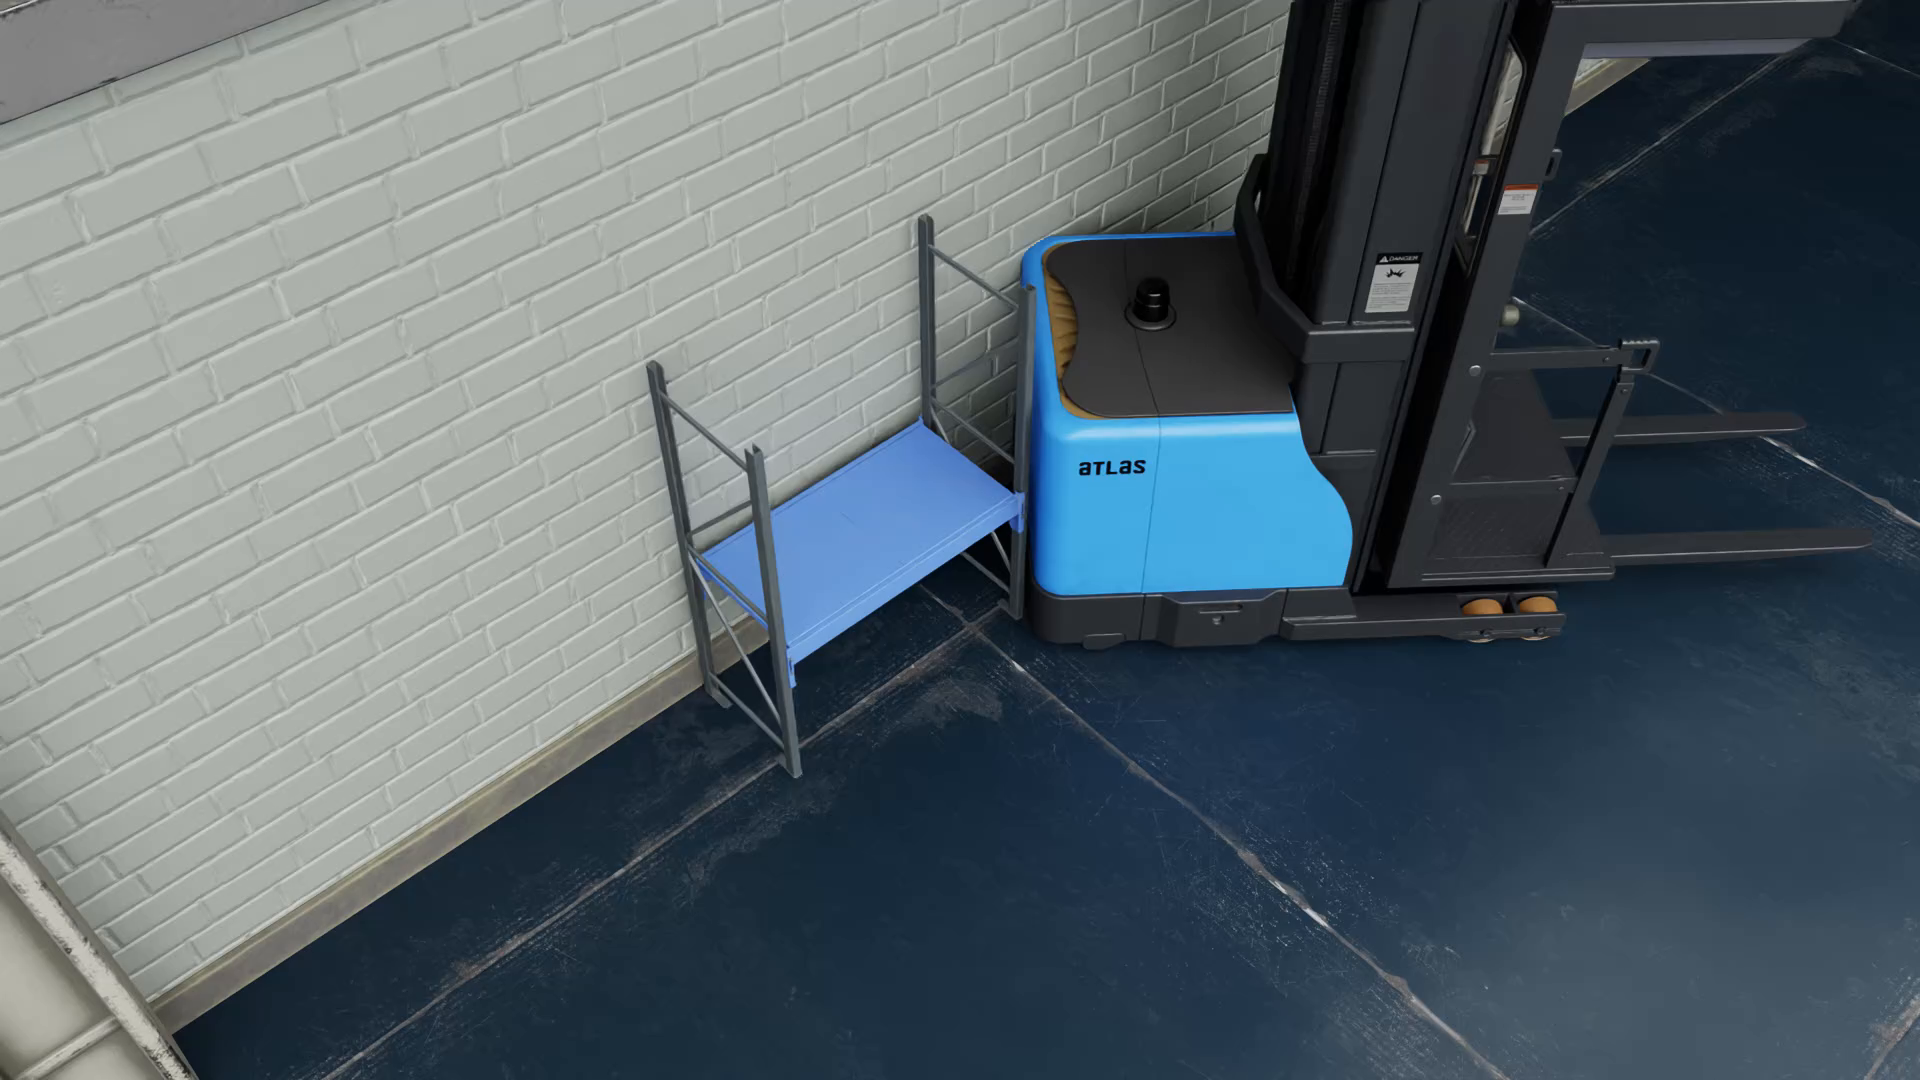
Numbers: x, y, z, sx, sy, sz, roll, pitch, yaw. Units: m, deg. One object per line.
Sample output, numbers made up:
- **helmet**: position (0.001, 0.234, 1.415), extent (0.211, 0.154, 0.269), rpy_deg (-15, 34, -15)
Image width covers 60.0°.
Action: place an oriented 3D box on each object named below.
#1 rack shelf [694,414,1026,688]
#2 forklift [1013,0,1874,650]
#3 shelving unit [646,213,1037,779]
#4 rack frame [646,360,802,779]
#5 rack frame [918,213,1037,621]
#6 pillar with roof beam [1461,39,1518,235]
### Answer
- **rack shelf**: position (-0.328, 0.013, 5.461), extent (1.000, 0.185, 0.538), rpy_deg (-34, 56, -27)
- **forklift**: position (1.735, -1.019, 5.196), extent (3.031, 2.935, 1.130), rpy_deg (-2, 47, -2)
- **shelving unit**: position (-0.328, -0.108, 5.329), extent (1.048, 1.500, 0.538), rpy_deg (-34, 56, -27)
- **rack frame**: position (-0.704, 0.143, 5.097), extent (0.032, 1.500, 0.500), rpy_deg (-34, 56, -27)
- **rack frame**: position (0.048, -0.360, 5.560), extent (0.032, 1.500, 0.500), rpy_deg (-34, 56, -27)
- **pillar with roof beam**: position (4.940, -2.056, 2.024), extent (0.400, 9.000, 9.100), rpy_deg (-34, 56, -27)
